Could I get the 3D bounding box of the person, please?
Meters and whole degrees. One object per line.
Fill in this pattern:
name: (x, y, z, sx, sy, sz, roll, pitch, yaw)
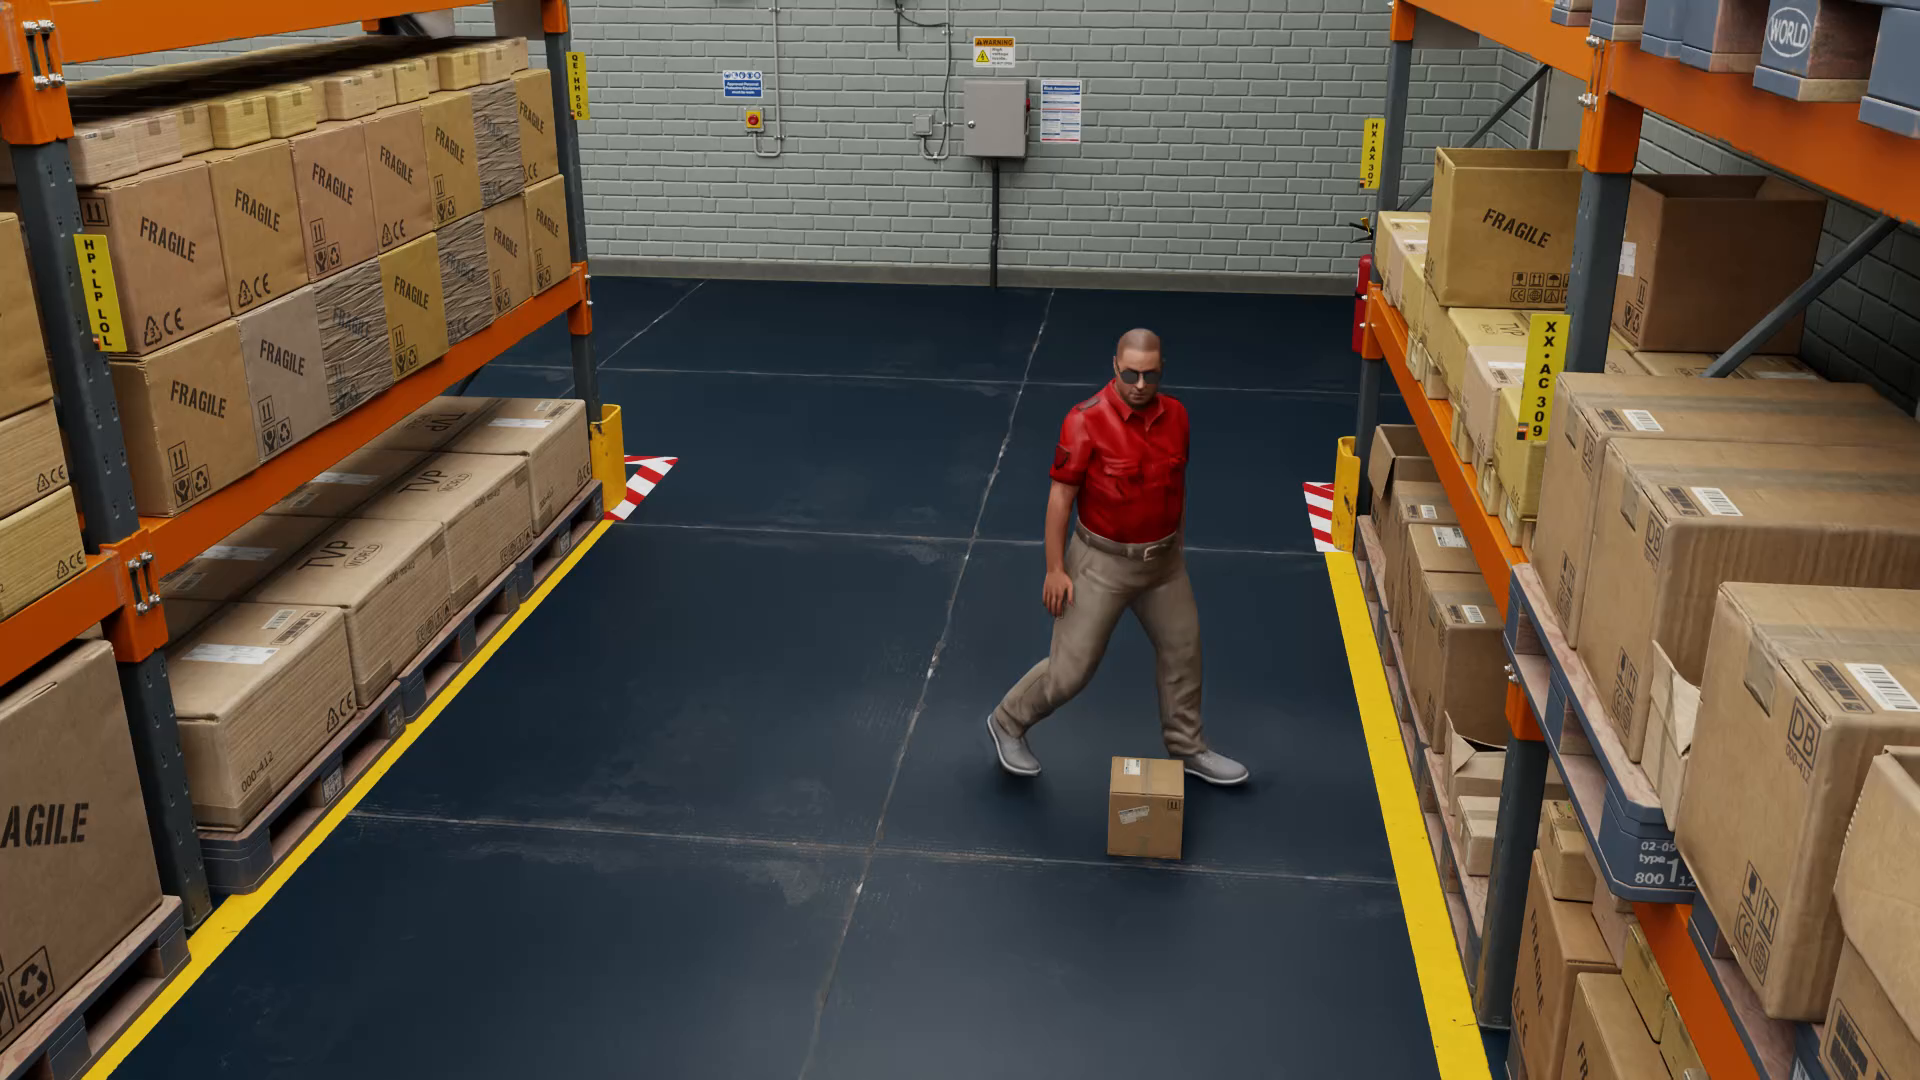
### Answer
person: (0.570, 0.079, 5.912, 0.769, 1.703, 0.724, -13, 24, -30)
